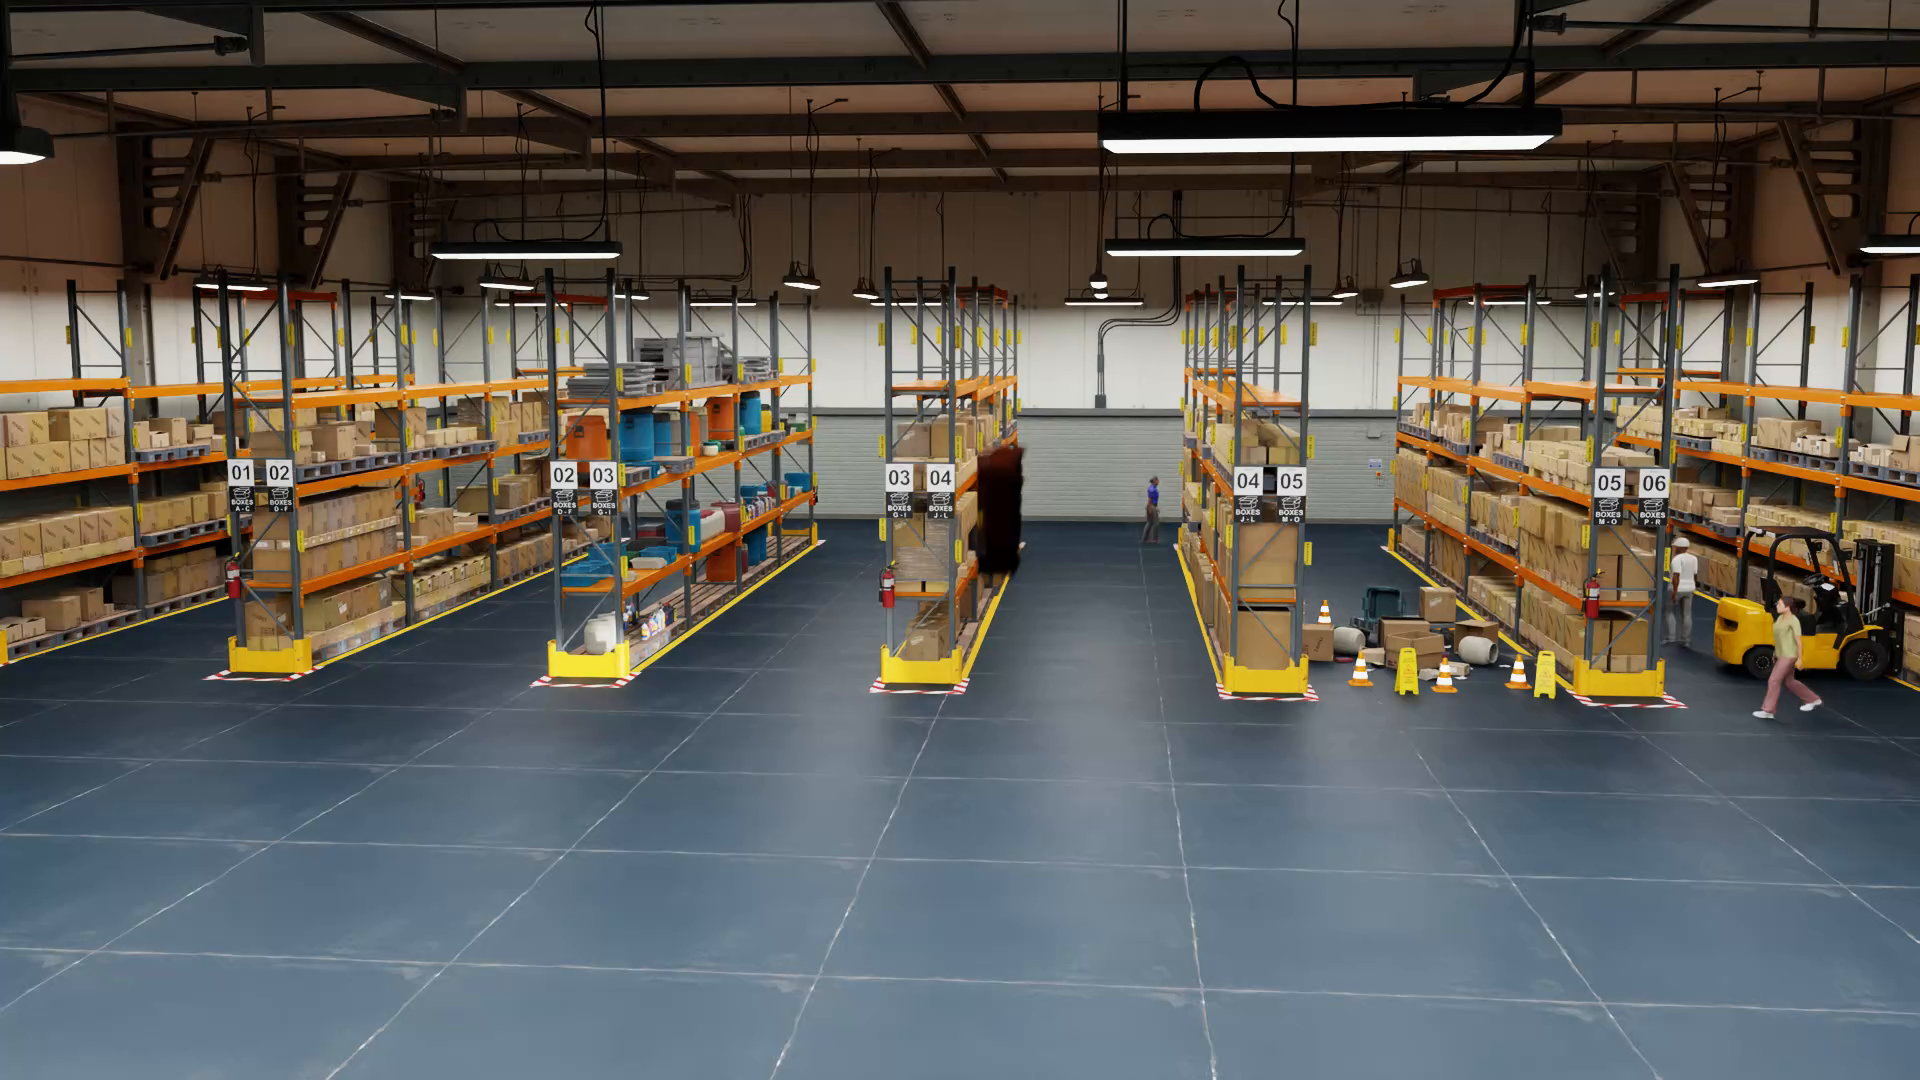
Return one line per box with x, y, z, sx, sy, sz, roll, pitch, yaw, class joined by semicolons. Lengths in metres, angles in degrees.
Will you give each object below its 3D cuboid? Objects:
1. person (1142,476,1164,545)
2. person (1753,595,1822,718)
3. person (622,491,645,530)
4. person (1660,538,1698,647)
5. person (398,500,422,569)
4.719;-0.720;40.560;0.551;1.680;0.492;1;7;10;person
10.929;1.534;21.898;0.967;1.629;0.466;0;7;-1;person
-8.599;-1.176;43.747;0.576;1.763;0.943;-3;8;-26;person
11.779;0.873;27.059;0.532;1.807;0.602;0;7;0;person
-11.185;0.055;33.860;0.594;1.699;0.656;1;7;8;person
